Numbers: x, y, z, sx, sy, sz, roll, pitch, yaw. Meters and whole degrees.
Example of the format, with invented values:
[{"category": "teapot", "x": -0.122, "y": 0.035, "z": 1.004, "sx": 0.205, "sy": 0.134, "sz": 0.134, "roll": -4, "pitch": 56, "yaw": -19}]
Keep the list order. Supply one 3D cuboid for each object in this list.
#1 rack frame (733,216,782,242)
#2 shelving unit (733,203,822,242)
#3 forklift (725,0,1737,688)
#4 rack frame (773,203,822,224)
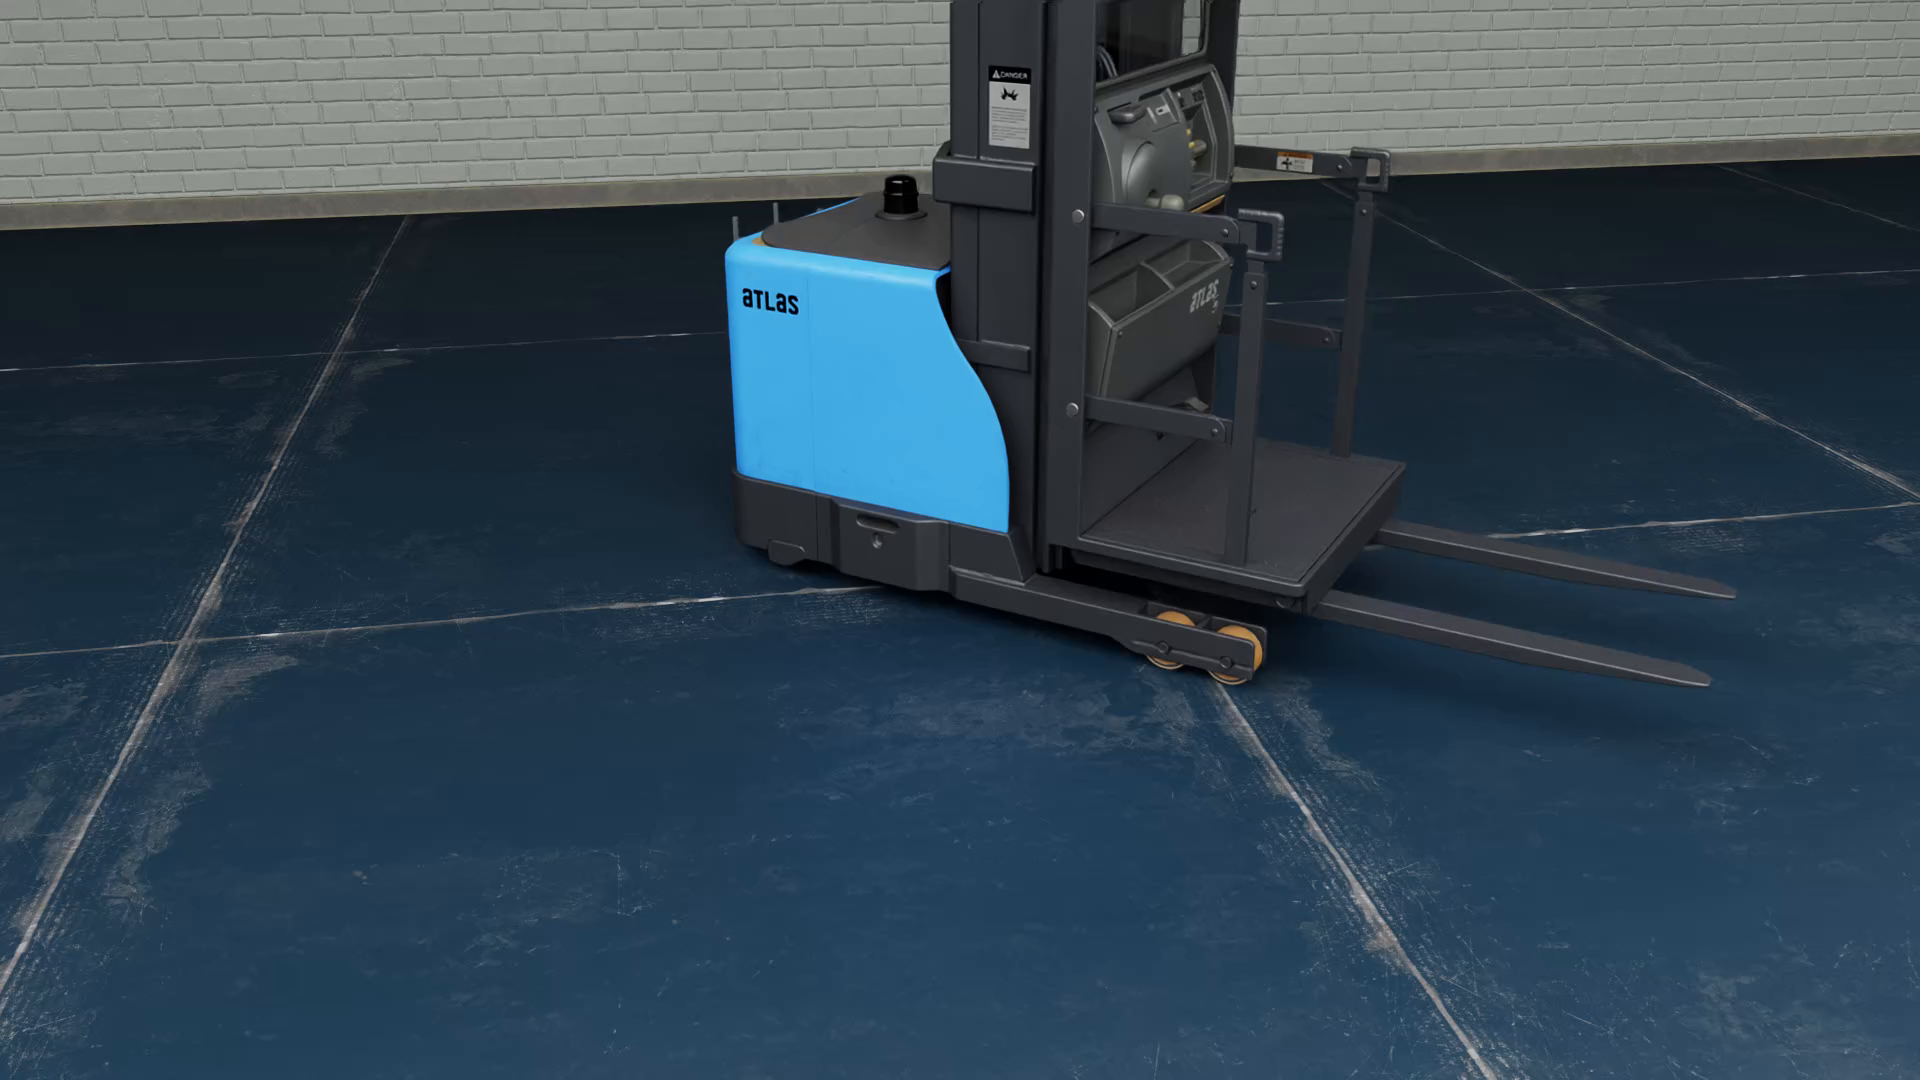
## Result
[{"category": "rack frame", "x": -0.681, "y": -0.597, "z": 5.805, "sx": 0.200, "sy": 1.050, "sz": 0.008, "roll": 12, "pitch": 26, "yaw": 26}, {"category": "shelving unit", "x": -0.624, "y": -0.640, "z": 5.903, "sx": 0.215, "sy": 1.050, "sz": 0.252, "roll": 12, "pitch": 26, "yaw": 26}, {"category": "forklift", "x": 0.785, "y": -1.169, "z": 4.764, "sx": 3.031, "sy": 2.935, "sz": 1.130, "roll": 13, "pitch": 27, "yaw": 26}, {"category": "rack frame", "x": -0.566, "y": -0.683, "z": 6.002, "sx": 0.200, "sy": 1.050, "sz": 0.008, "roll": 12, "pitch": 26, "yaw": 26}]
